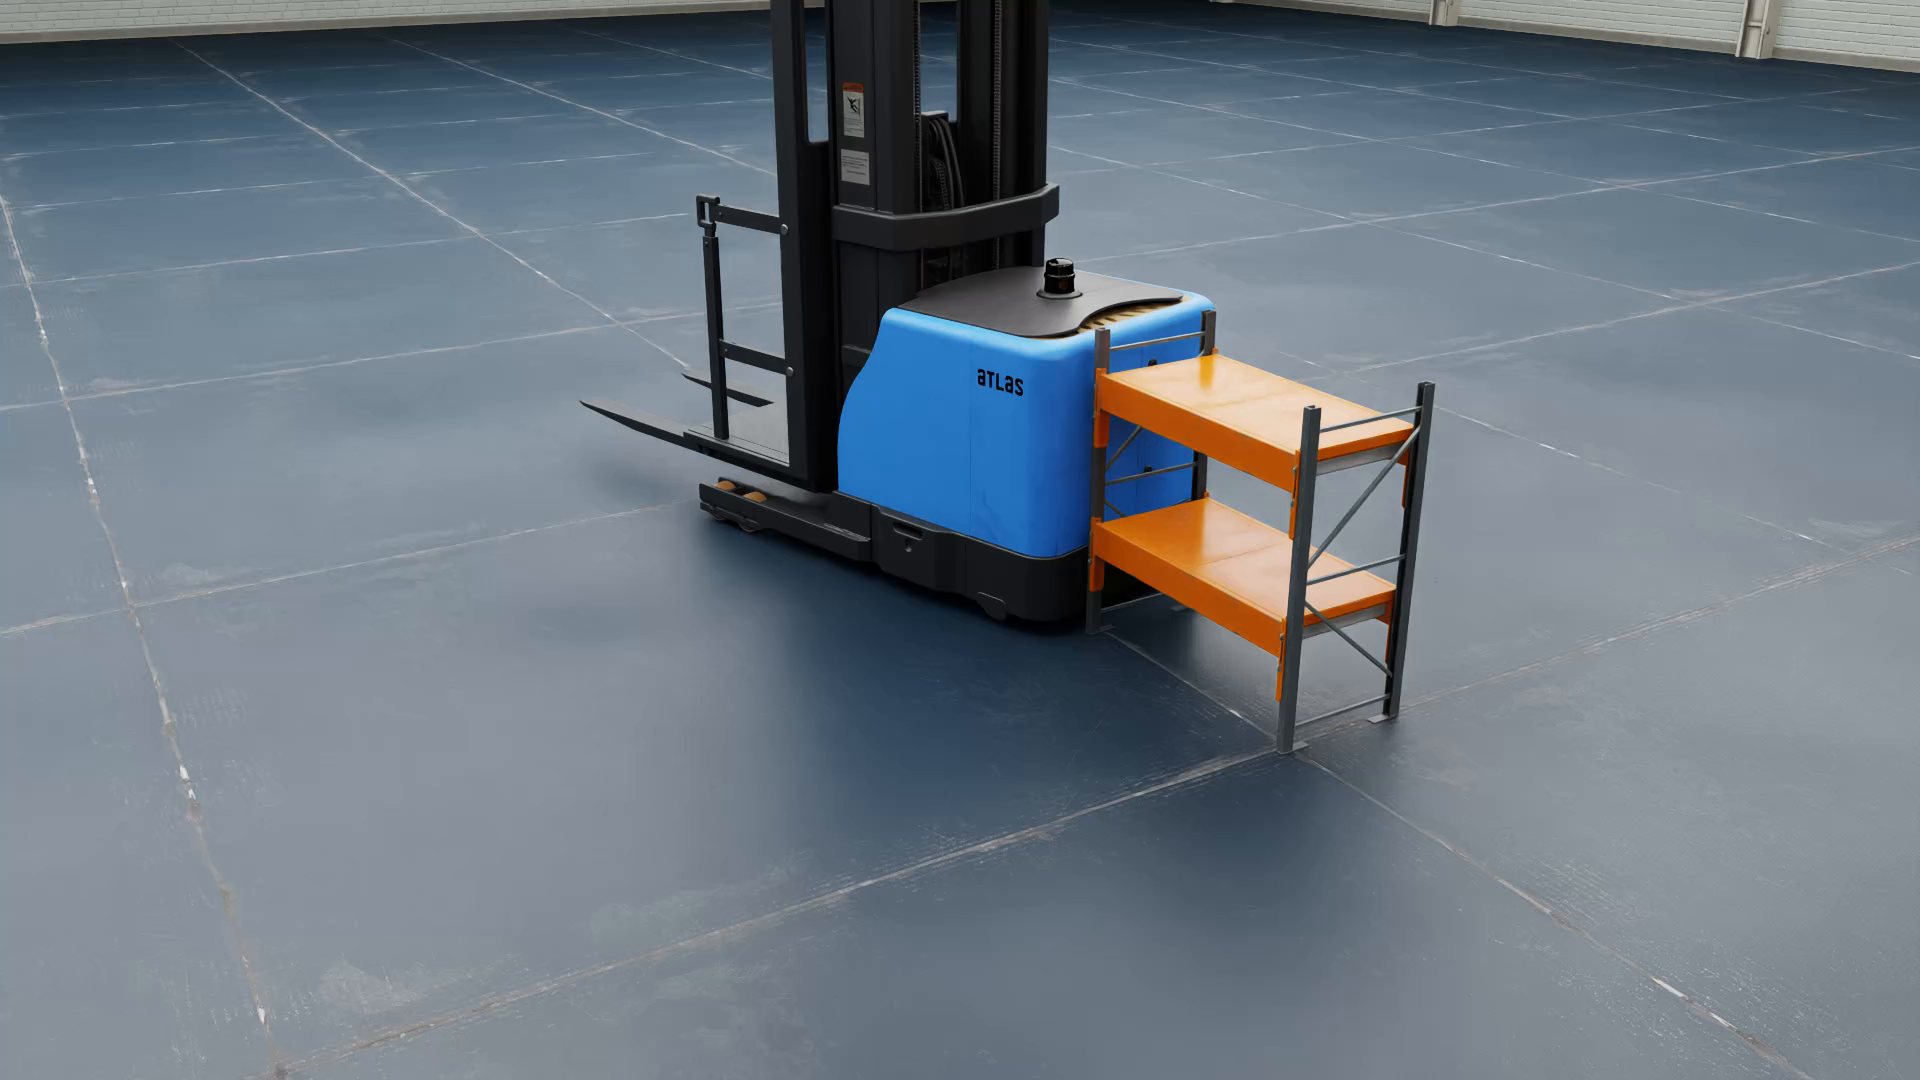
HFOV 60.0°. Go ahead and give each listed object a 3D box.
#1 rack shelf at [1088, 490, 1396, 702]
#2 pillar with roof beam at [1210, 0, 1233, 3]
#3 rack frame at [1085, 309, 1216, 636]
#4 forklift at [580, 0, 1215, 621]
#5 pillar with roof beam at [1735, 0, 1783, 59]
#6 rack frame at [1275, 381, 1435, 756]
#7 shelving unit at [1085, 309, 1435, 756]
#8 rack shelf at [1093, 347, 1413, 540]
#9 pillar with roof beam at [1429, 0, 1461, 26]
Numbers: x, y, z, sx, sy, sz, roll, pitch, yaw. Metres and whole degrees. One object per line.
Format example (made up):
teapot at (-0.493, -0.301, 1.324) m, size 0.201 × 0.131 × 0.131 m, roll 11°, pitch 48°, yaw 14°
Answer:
rack shelf at (0.938, 0.158, 5.577) m, size 0.538 × 0.278 × 1.000 m, roll -13°, pitch 26°, yaw -29°
pillar with roof beam at (1.560, -14.154, 29.683) m, size 9.100 × 9.000 × 0.400 m, roll -13°, pitch 25°, yaw -28°
rack frame at (0.672, -0.231, 5.886) m, size 0.500 × 1.125 × 0.032 m, roll -13°, pitch 26°, yaw -29°
forklift at (-0.458, -1.517, 6.651) m, size 3.031 × 2.935 × 1.130 m, roll 19°, pitch 29°, yaw 39°
pillar with roof beam at (7.689, -10.269, 20.126) m, size 9.100 × 9.000 × 0.400 m, roll -13°, pitch 25°, yaw -28°
rack frame at (1.204, 0.095, 5.084) m, size 0.500 × 1.125 × 0.032 m, roll -13°, pitch 26°, yaw -29°
shelving unit at (0.938, -0.068, 5.485) m, size 0.538 × 1.125 × 1.048 m, roll -13°, pitch 26°, yaw -29°
rack shelf at (0.938, -0.339, 5.375) m, size 0.538 × 0.278 × 1.000 m, roll -13°, pitch 26°, yaw -29°
pillar with roof beam at (4.625, -12.212, 24.905) m, size 9.100 × 9.000 × 0.400 m, roll -13°, pitch 25°, yaw -28°
